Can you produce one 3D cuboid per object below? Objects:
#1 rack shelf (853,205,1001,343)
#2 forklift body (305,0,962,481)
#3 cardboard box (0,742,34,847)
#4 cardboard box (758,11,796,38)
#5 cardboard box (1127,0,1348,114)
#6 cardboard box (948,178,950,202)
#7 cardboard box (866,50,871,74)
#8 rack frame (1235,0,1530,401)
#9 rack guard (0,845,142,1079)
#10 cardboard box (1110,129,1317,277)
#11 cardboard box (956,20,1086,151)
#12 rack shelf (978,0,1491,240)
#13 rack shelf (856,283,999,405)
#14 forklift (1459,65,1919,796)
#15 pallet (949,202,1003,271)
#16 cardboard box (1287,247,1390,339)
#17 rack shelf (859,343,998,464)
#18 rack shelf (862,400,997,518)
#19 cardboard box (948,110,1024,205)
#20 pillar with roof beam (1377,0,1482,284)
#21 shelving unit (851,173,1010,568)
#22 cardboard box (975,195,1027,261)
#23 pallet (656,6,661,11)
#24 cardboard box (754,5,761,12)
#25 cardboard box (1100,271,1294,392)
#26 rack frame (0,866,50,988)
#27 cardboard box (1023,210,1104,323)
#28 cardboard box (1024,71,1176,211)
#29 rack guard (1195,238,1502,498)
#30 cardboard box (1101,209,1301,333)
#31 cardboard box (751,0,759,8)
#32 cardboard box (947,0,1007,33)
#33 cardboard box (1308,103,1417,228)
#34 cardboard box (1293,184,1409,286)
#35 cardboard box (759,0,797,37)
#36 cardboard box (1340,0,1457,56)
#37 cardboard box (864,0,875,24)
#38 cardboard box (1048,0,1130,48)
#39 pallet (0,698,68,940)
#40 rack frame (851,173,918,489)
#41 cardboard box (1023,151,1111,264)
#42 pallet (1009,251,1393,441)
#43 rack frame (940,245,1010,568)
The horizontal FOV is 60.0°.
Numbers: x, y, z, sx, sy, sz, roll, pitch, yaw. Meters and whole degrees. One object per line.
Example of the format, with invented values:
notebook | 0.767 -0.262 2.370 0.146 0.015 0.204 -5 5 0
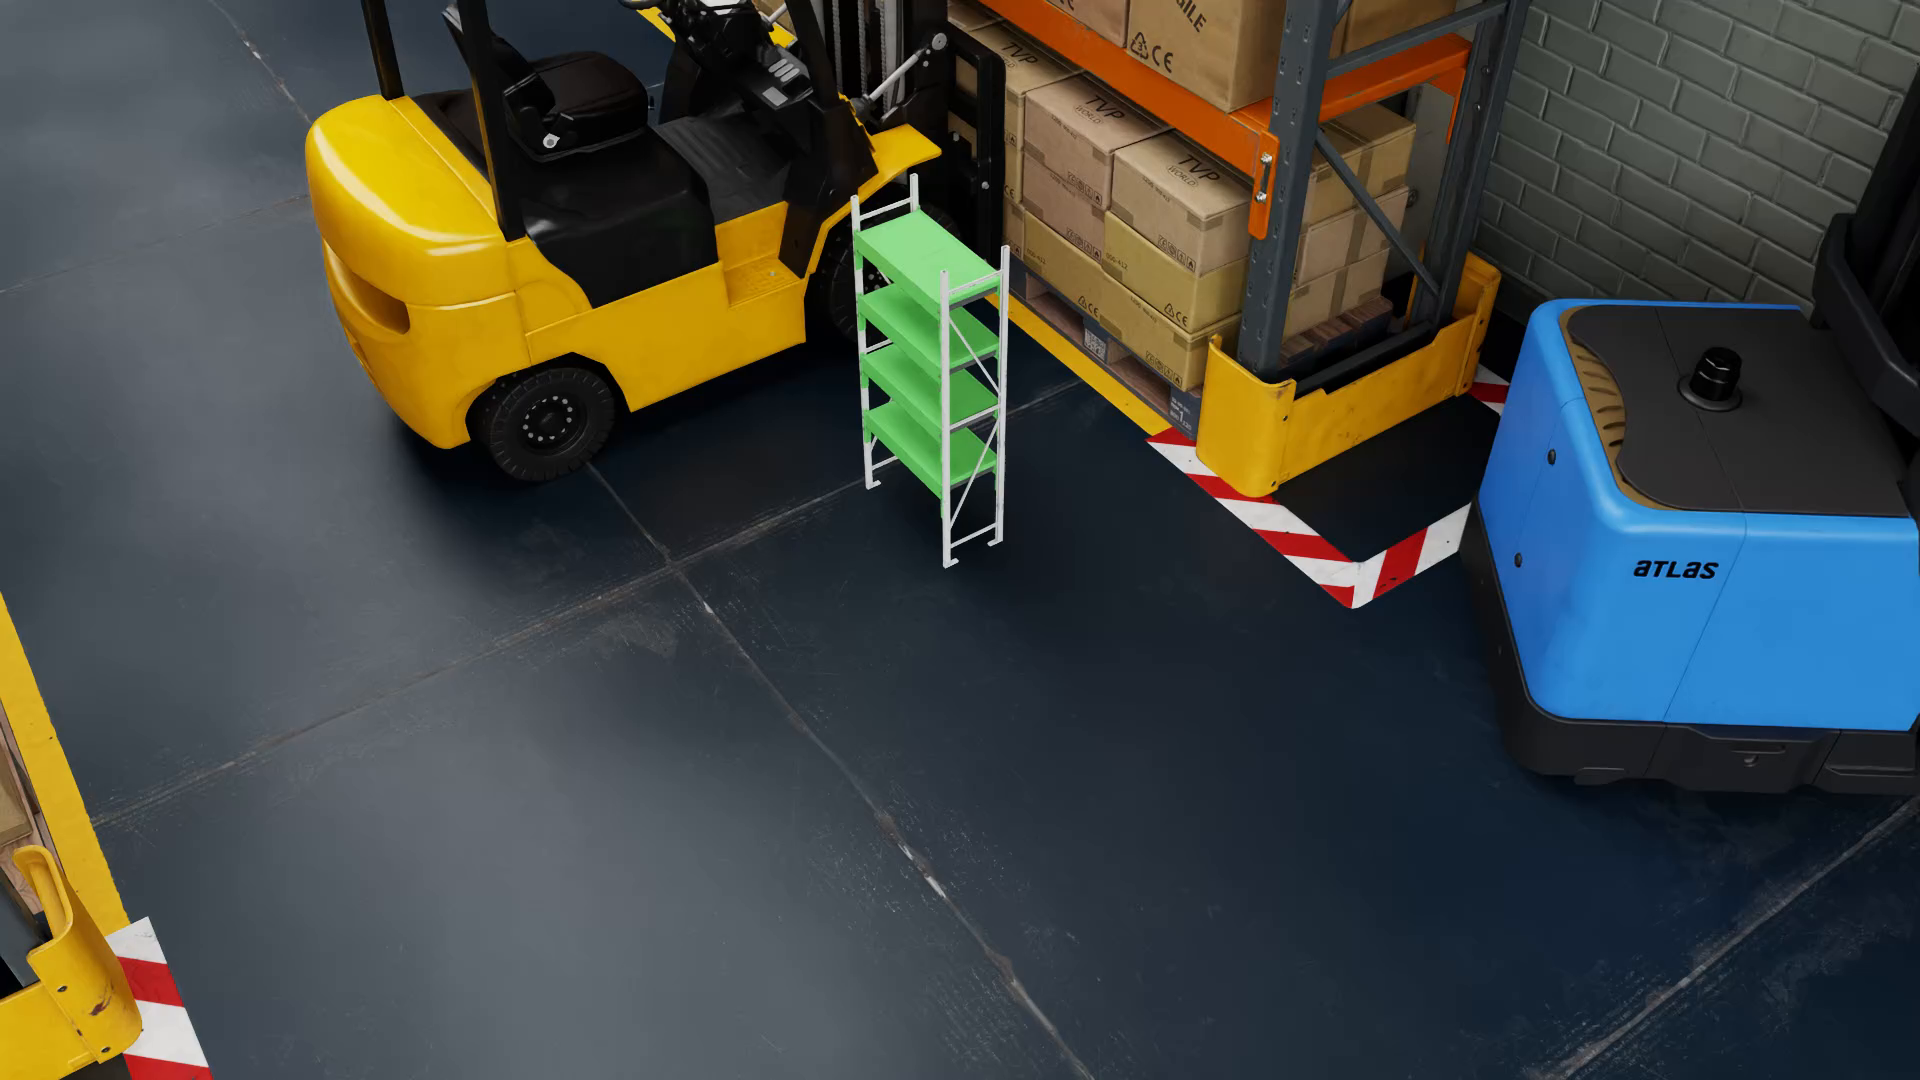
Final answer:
rack shelf | -0.095 -0.829 5.147 0.258 0.148 0.480 -26 49 -24
forklift body | -1.182 -1.606 5.874 2.313 2.155 1.214 -26 49 -24
cardboard box | -2.905 0.680 4.552 0.500 0.250 0.500 -26 49 -25
cardboard box | -0.581 -2.296 7.670 0.500 0.250 0.500 -27 50 -25
cardboard box | 0.902 -1.770 5.360 0.500 0.500 0.500 -27 50 -25
cardboard box | 0.000 -1.715 7.062 0.500 0.250 0.500 -24 49 -23
cardboard box | -0.298 -2.193 7.200 0.500 0.250 0.500 -26 50 -25
rack frame | 1.399 -1.559 5.211 1.000 3.000 0.127 -26 49 -24
rack guard | -2.713 1.265 4.063 1.175 0.500 0.348 -26 49 -24
cardboard box | 0.880 -1.216 5.814 0.500 0.250 0.500 -24 49 -23
cardboard box | 0.286 -1.785 6.410 0.500 0.250 0.500 -25 49 -24
rack shelf | 0.255 -2.432 6.646 1.077 0.370 4.000 -26 49 -24
rack shelf | -0.095 -0.655 5.312 0.258 0.148 0.480 -26 49 -24
forklift | 3.176 -0.629 4.287 3.031 2.935 1.130 2 44 2
pallet | 0.233 -1.658 7.333 1.003 0.211 1.213 -26 49 -24
cardboard box | 1.279 -1.072 6.388 0.500 0.250 0.500 -26 49 -24
rack shelf | -0.095 -0.482 5.478 0.258 0.148 0.480 -26 49 -24
rack shelf | -0.095 -0.308 5.644 0.258 0.148 0.480 -26 49 -24
cardboard box | 0.274 -1.622 6.602 0.500 0.250 0.500 -27 50 -25
pillar with roof beam | -1.791 -2.779 2.144 9.100 9.000 0.400 -26 49 -24
shelving unit | -0.095 -0.528 5.434 0.258 1.200 0.503 -26 49 -24
cardboard box | 0.316 -1.430 6.763 0.500 0.250 0.500 -25 49 -24
pallet | -1.343 -3.218 8.968 1.003 0.211 1.213 -26 49 -24
cardboard box | -0.884 -2.577 7.965 0.500 0.250 0.500 -25 49 -24
cardboard box | 0.871 -0.858 6.163 0.500 0.250 0.500 -25 49 -24
rack frame | -2.670 0.404 3.155 1.000 3.000 0.127 -26 49 -24
cardboard box | 0.594 -1.143 6.462 0.500 0.250 0.500 -26 49 -24
cardboard box | 0.583 -1.503 6.115 0.500 0.250 0.500 -25 49 -24
rack guard | 1.413 -0.641 6.060 1.175 0.500 0.348 -26 49 -24
cardboard box | 0.864 -1.050 6.002 0.500 0.250 0.500 -26 50 -25
cardboard box | -0.866 -2.767 7.801 0.500 0.250 0.500 -26 49 -25
cardboard box | 0.002 -2.075 6.714 0.500 0.250 0.500 -27 50 -25
cardboard box | 1.279 -1.425 6.034 0.500 0.250 0.500 -26 50 -25
cardboard box | 1.300 -1.246 6.208 0.500 0.250 0.500 -25 49 -24
cardboard box | -0.576 -2.482 7.503 0.500 0.250 0.500 -26 49 -25
cardboard box | 1.343 -1.986 5.585 0.500 0.500 0.500 -24 49 -23
cardboard box | -0.292 -2.375 7.028 0.500 0.250 0.500 -24 49 -23
cardboard box | 0.613 -2.068 5.671 0.500 0.500 0.500 -24 49 -23
pallet | -3.149 0.895 4.659 1.003 0.211 1.213 -26 49 -24
rack frame | -0.234 -0.666 5.579 0.240 1.200 0.015 -26 49 -24
cardboard box | 0.586 -1.338 6.304 0.500 0.250 0.500 -26 50 -25
pallet | 0.927 -0.967 6.610 1.003 0.211 1.213 -26 49 -24
rack frame | 0.045 -0.390 5.289 0.240 1.200 0.015 -26 49 -24
